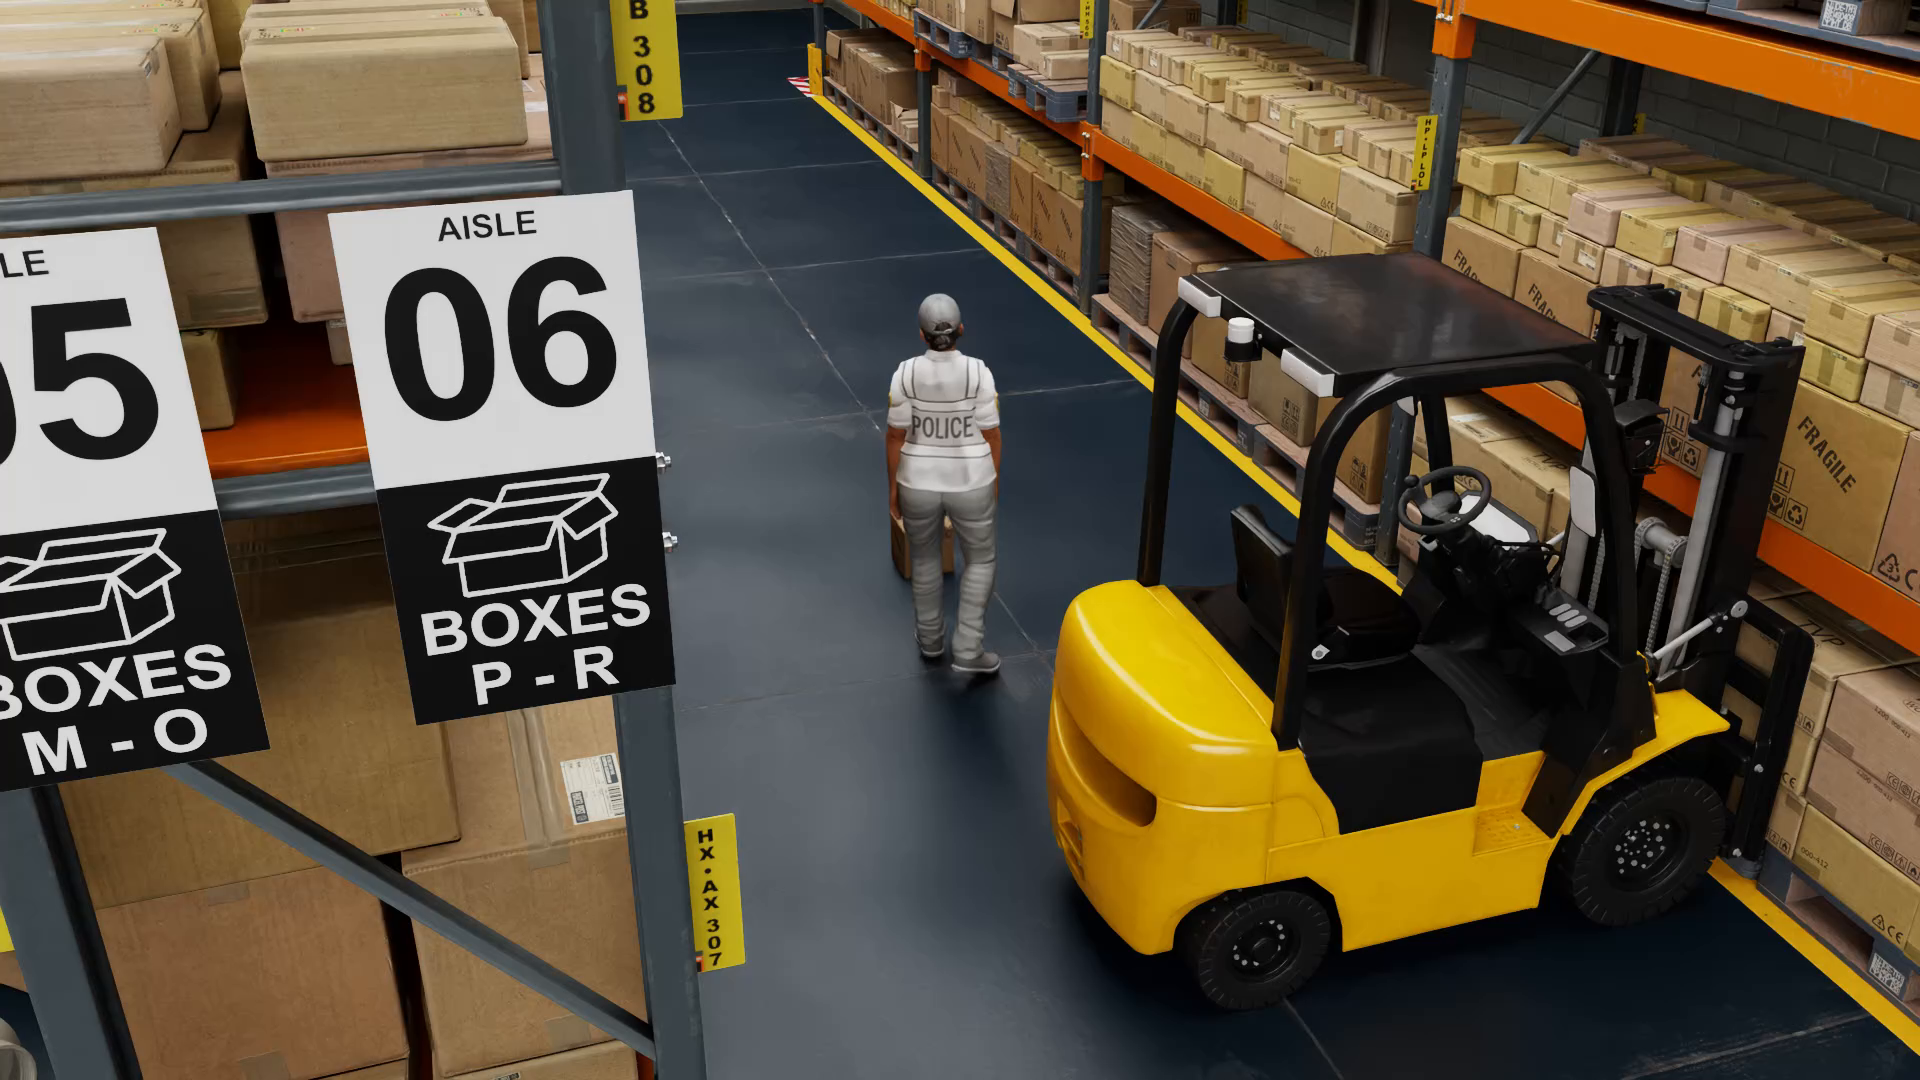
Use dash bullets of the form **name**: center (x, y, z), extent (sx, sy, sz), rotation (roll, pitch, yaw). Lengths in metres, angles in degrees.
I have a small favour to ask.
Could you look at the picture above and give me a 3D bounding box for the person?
- **person**: center (-0.071, -0.275, 7.002), extent (0.485, 1.527, 0.482), rotation (3, 27, 6)
